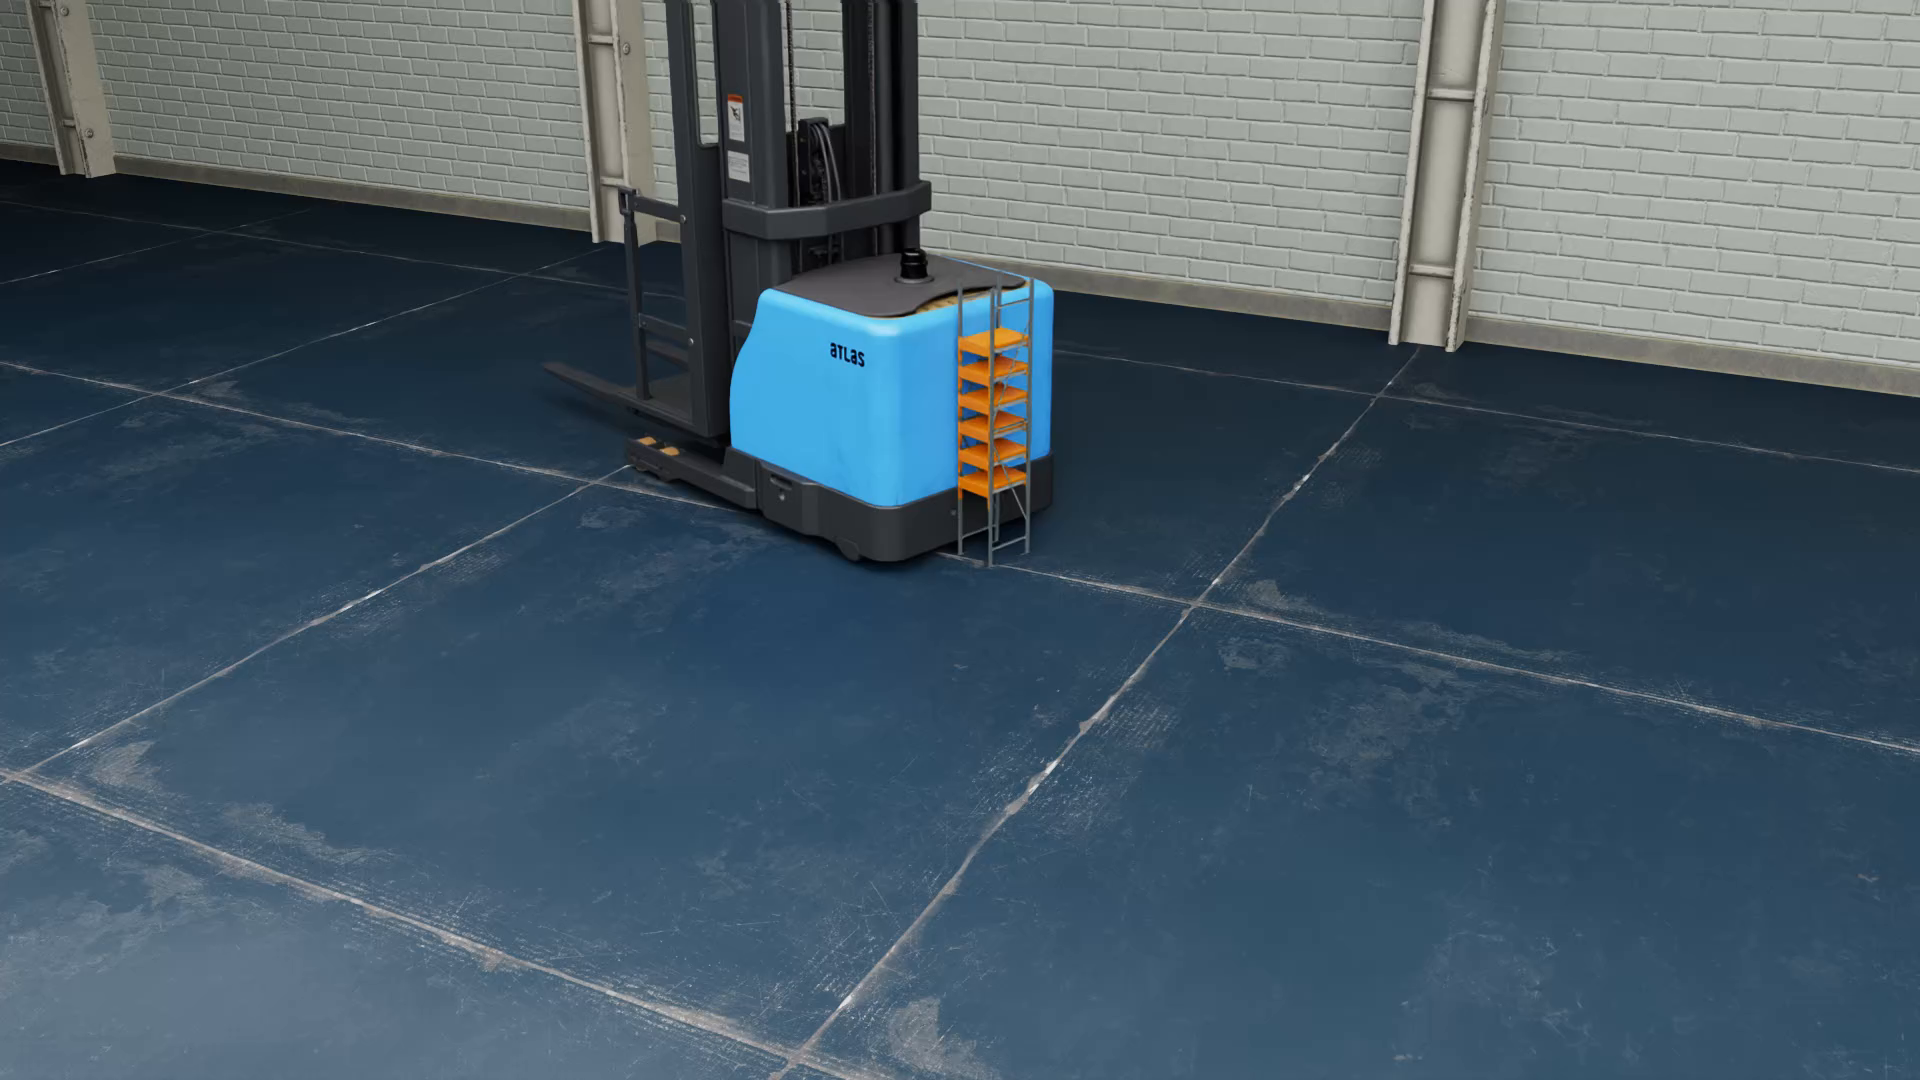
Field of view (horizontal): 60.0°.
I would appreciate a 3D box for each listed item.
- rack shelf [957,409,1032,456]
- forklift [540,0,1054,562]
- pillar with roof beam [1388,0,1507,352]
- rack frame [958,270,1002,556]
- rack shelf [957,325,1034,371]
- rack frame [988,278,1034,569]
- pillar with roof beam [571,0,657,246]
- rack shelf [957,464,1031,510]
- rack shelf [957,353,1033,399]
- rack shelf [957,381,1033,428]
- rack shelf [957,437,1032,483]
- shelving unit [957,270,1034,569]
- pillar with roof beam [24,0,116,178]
[{"bbox_3d":[0.144,-0.449,6.885,0.258,0.103,0.180,-20,30,-39],"label":"rack shelf"},{"bbox_3d":[-0.963,-1.745,7.608,1.130,2.935,3.031,-20,30,-39],"label":"forklift"},{"bbox_3d":[0.885,-3.841,4.783,0.400,9.000,9.100,11,25,25],"label":"pillar with roof beam"},{"bbox_3d":[0.081,-0.515,6.929,0.240,1.200,0.006,-20,30,-39],"label":"rack frame"},{"bbox_3d":[0.144,-0.780,6.744,0.258,0.103,0.180,-20,30,-39],"label":"rack shelf"},{"bbox_3d":[0.207,-0.464,6.807,0.240,1.200,0.006,-20,30,-39],"label":"rack frame"},{"bbox_3d":[-4.469,-4.900,7.275,0.400,9.000,9.100,11,25,25],"label":"pillar with roof beam"},{"bbox_3d":[0.144,-0.228,6.979,0.258,0.103,0.180,-20,30,-39],"label":"rack shelf"},{"bbox_3d":[0.144,-0.669,6.791,0.258,0.103,0.180,-20,30,-39],"label":"rack shelf"},{"bbox_3d":[0.144,-0.559,6.838,0.258,0.103,0.180,-20,30,-39],"label":"rack shelf"},{"bbox_3d":[0.144,-0.338,6.932,0.258,0.103,0.180,-20,30,-39],"label":"rack shelf"},{"bbox_3d":[0.144,-0.490,6.868,0.258,1.200,0.189,-20,30,-39],"label":"shelving unit"},{"bbox_3d":[-9.824,-5.960,9.766,0.400,9.000,9.100,11,25,25],"label":"pillar with roof beam"}]
